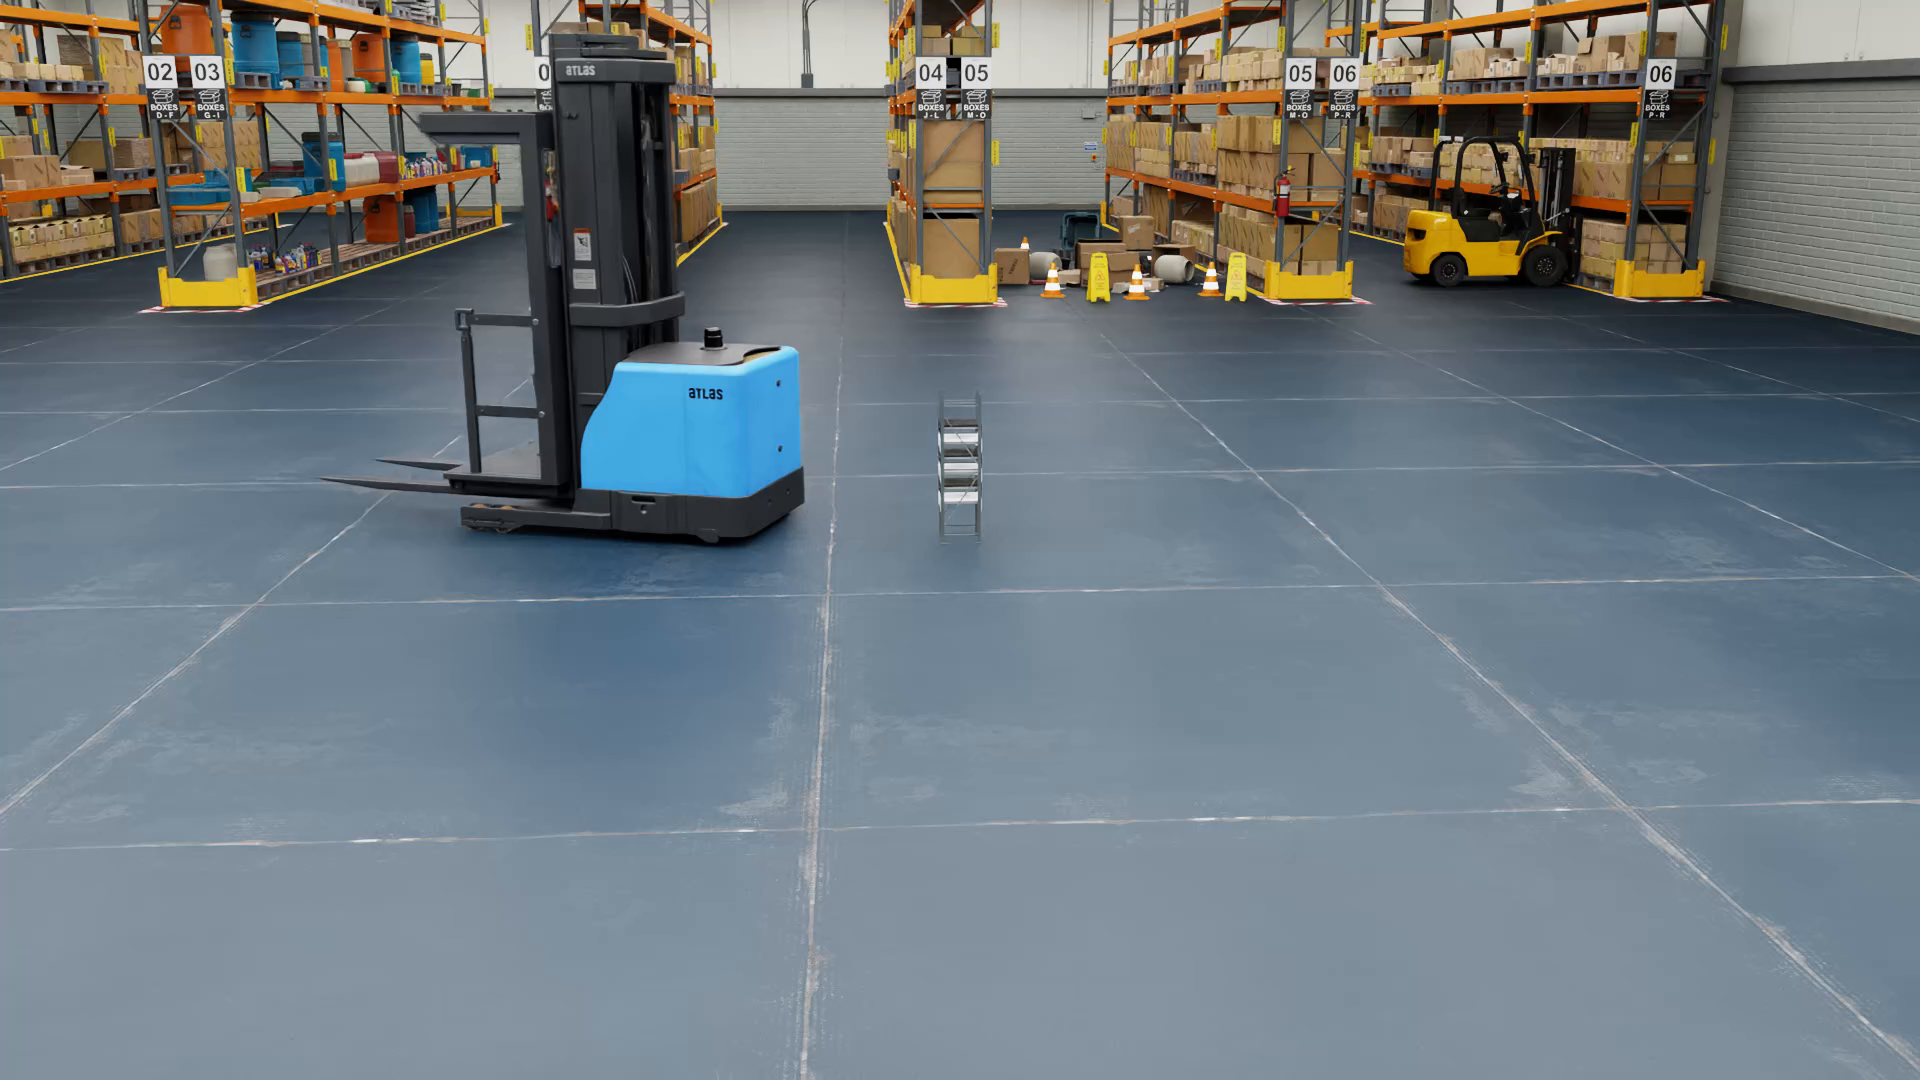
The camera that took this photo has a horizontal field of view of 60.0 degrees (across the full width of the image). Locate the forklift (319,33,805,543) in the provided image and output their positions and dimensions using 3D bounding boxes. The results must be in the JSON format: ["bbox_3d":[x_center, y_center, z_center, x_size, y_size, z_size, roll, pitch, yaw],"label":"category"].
[{"bbox_3d":[-2.573,-1.583,10.296,3.031,2.935,1.130,4,15,15],"label":"forklift"}]

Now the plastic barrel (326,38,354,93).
[{"bbox_3d":[-10.648,-8.063,28.318,0.600,0.901,0.600,0,14,0],"label":"plastic barrel"}]

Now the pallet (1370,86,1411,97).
[{"bbox_3d":[9.029,-9.075,33.636,1.213,0.211,1.003,-1,14,-3],"label":"pallet"}]

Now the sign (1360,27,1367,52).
[{"bbox_3d":[5.390,-6.699,22.270,0.100,0.325,0.005,-1,14,-3],"label":"sign"}]

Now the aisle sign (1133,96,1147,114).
[{"bbox_3d":[4.162,-10.076,37.950,0.394,0.787,0.004,-1,14,-3],"label":"aisle sign"}]

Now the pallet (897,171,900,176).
[{"bbox_3d":[-0.745,-7.102,31.993,1.003,0.211,1.213,-1,14,-3],"label":"pallet"}]

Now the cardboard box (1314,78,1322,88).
[{"bbox_3d":[5.046,-6.297,22.966,0.380,0.149,0.250,-1,14,-5],"label":"cardboard box"}]

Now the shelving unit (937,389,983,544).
[{"bbox_3d":[0.000,-0.438,9.922,0.258,0.900,0.210,-1,14,-3],"label":"shelving unit"}]

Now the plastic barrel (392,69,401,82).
[{"bbox_3d":[-10.318,-8.423,30.192,0.294,0.245,0.294,0,14,0],"label":"plastic barrel"}]

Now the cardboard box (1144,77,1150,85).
[{"bbox_3d":[3.834,-9.022,32.678,0.380,0.166,0.250,-2,15,-7],"label":"cardboard box"}]

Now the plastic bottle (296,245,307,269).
[{"bbox_3d":[-9.875,-4.227,24.867,0.144,0.351,0.185,-1,14,-4],"label":"plastic bottle"}]

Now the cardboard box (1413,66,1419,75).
[{"bbox_3d":[8.909,-9.003,31.881,0.380,0.149,0.250,-1,14,-3],"label":"cardboard box"}]

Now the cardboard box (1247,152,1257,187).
[{"bbox_3d":[4.486,-5.387,24.147,0.500,0.500,0.500,-1,14,-4],"label":"cardboard box"}]

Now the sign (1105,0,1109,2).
[{"bbox_3d":[3.303,-12.221,37.275,0.100,0.325,0.005,-1,14,-3],"label":"sign"}]

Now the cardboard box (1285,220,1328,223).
[{"bbox_3d":[5.035,-4.390,24.241,0.500,0.500,0.500,-1,14,-6],"label":"cardboard box"}]

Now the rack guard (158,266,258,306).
[{"bbox_3d":[-10.038,-3.393,22.210,1.175,0.500,0.348,-1,14,-3],"label":"rack guard"}]

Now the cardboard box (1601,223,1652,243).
[{"bbox_3d":[9.462,-4.358,23.613,0.500,0.250,0.500,0,14,-2],"label":"cardboard box"}]

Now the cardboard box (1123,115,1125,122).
[{"bbox_3d":[3.722,-9.098,35.856,0.380,0.149,0.250,-1,14,-3],"label":"cardboard box"}]

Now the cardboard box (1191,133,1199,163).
[{"bbox_3d":[4.252,-6.699,28.402,0.500,0.500,0.500,-1,14,-6],"label":"cardboard box"}]

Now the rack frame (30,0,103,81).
[{"bbox_3d":[-15.426,-9.405,28.520,1.000,3.000,0.127,-1,14,-3],"label":"rack frame"}]

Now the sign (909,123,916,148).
[{"bbox_3d":[-0.628,-5.384,22.132,0.100,0.325,0.005,-1,14,-3],"label":"sign"}]

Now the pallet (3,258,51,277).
[{"bbox_3d":[-15.263,-4.337,26.458,1.003,0.211,1.213,-1,14,-3],"label":"pallet"}]

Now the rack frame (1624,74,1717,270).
[{"bbox_3d":[9.802,-4.892,23.021,1.000,3.000,0.127,-1,14,-3],"label":"rack frame"}]

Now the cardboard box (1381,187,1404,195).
[{"bbox_3d":[8.879,-7.171,34.151,0.380,0.149,0.250,-2,15,-6],"label":"cardboard box"}]

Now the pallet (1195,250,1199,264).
[{"bbox_3d":[4.472,-4.957,28.868,1.003,0.211,1.213,-1,14,-3],"label":"pallet"}]

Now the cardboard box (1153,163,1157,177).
[{"bbox_3d":[4.000,-7.106,31.925,0.500,0.250,0.500,-1,14,-4],"label":"cardboard box"}]

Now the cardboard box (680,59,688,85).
[{"bbox_3d":[-5.740,-9.207,32.726,0.700,0.500,0.500,-1,14,-2],"label":"cardboard box"}]

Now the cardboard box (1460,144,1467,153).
[{"bbox_3d":[9.120,-6.966,29.578,0.380,0.149,0.250,-1,14,-3],"label":"cardboard box"}]

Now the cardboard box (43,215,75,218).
[{"bbox_3d":[-15.687,-5.508,28.964,0.500,0.311,0.500,0,14,-2],"label":"cardboard box"}]

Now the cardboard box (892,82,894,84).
[{"bbox_3d":[-1.112,-9.431,33.938,0.500,0.250,0.500,-2,15,-6],"label":"cardboard box"}]

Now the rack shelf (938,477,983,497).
[{"bbox_3d":[0.000,-0.318,9.953,0.258,0.077,0.200,-1,14,-3],"label":"rack shelf"}]

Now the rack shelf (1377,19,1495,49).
[{"bbox_3d":[9.183,-9.743,32.079,1.077,0.370,4.000,-1,14,-3],"label":"rack shelf"}]

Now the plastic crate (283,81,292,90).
[{"bbox_3d":[-9.731,-6.512,23.826,0.243,0.136,0.396,-1,14,-3],"label":"plastic crate"}]

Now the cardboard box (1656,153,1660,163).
[{"bbox_3d":[9.961,-5.404,23.506,0.380,0.149,0.250,-1,14,-3],"label":"cardboard box"}]

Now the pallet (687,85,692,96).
[{"bbox_3d":[-5.680,-8.779,32.491,0.805,0.209,1.217,-1,15,-6],"label":"pallet"}]

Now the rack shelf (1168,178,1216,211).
[{"bbox_3d":[4.476,-5.959,28.609,1.077,0.370,4.000,-1,14,-3],"label":"rack shelf"}]

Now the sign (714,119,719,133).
[{"bbox_3d":[-5.492,-9.321,37.436,0.100,0.325,0.005,-1,14,-3],"label":"sign"}]

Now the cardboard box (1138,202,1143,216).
[{"bbox_3d":[4.173,-6.920,35.199,0.875,0.438,0.875,-1,14,-4],"label":"cardboard box"}]

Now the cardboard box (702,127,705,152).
[{"bbox_3d":[-5.584,-8.326,34.567,0.500,0.500,0.500,-1,14,-3],"label":"cardboard box"}]

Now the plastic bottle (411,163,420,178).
[{"bbox_3d":[-10.272,-6.972,31.355,0.152,0.276,0.135,-1,14,-3],"label":"plastic bottle"}]

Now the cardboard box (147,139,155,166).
[{"bbox_3d":[-15.503,-7.308,31.365,0.700,0.500,0.500,-5,15,-18],"label":"cardboard box"}]

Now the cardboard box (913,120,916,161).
[{"bbox_3d":[-0.197,-5.537,23.059,0.875,0.550,0.550,-1,14,-3],"label":"cardboard box"}]

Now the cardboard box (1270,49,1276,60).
[{"bbox_3d":[4.521,-6.739,23.084,0.380,0.149,0.250,-1,14,-4],"label":"cardboard box"}]

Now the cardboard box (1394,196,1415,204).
[{"bbox_3d":[8.946,-6.828,33.418,0.380,0.149,0.250,-1,14,-4],"label":"cardboard box"}]

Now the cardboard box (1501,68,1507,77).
[{"bbox_3d":[9.183,-7.739,27.525,0.380,0.149,0.250,-1,14,-4],"label":"cardboard box"}]

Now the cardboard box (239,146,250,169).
[{"bbox_3d":[-15.561,-8.177,35.587,0.500,0.500,0.500,-1,14,-3],"label":"cardboard box"}]

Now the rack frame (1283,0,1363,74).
[{"bbox_3d":[4.848,-7.720,21.972,1.000,3.000,0.127,-1,14,-3],"label":"rack frame"}]

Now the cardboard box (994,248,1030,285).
[{"bbox_3d":[0.787,-4.128,25.064,0.500,0.500,0.500,2,15,6],"label":"cardboard box"}]

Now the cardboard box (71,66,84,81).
[{"bbox_3d":[-15.342,-7.971,28.425,0.500,0.250,0.500,-2,15,-8],"label":"cardboard box"}]

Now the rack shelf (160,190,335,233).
[{"bbox_3d":[-10.110,-4.734,23.851,1.077,0.370,4.000,-1,14,-3],"label":"rack shelf"}]
